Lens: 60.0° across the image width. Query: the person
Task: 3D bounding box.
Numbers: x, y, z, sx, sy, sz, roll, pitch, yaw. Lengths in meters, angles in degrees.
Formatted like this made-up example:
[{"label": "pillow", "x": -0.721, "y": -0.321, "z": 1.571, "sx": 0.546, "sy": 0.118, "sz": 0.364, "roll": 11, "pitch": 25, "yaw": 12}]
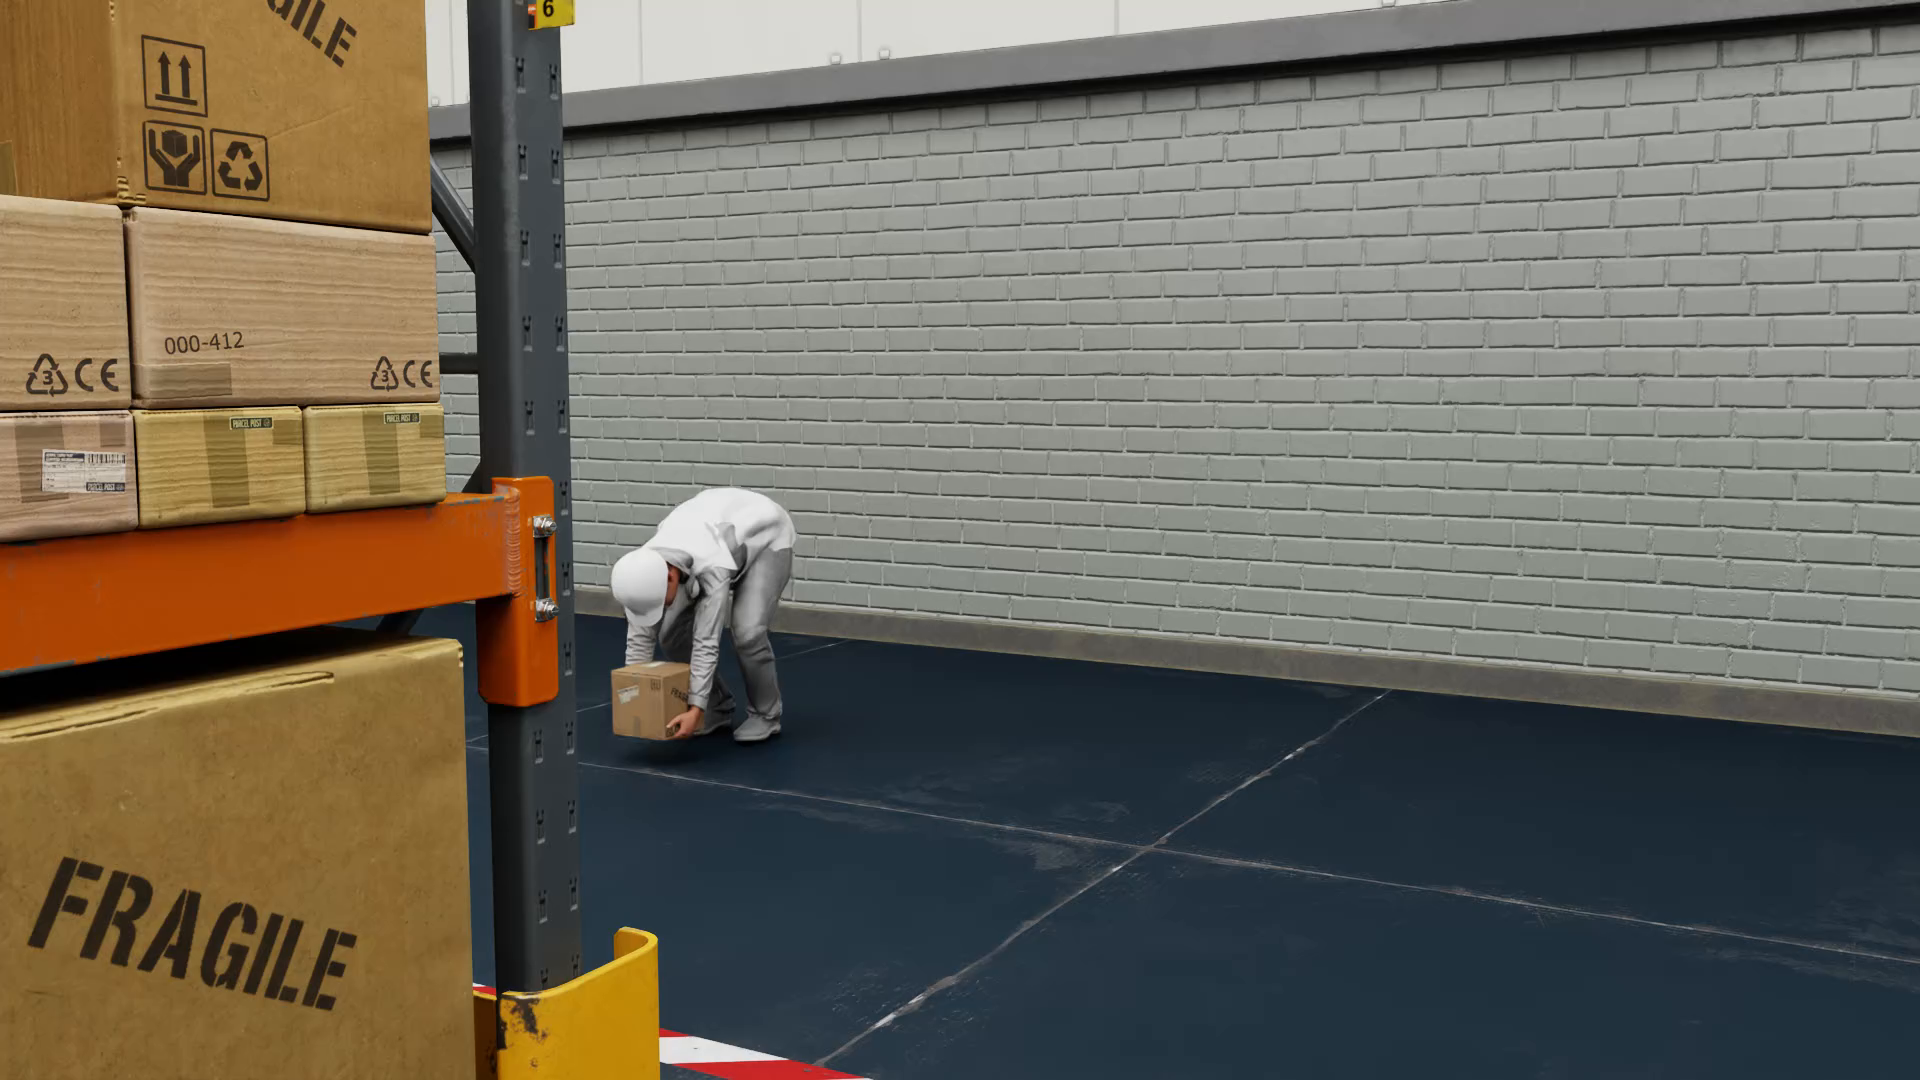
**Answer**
[{"label": "person", "x": -1.031, "y": 0.316, "z": 6.622, "sx": 0.503, "sy": 1.015, "sz": 1.000, "roll": 3, "pitch": 7, "yaw": 26}]
